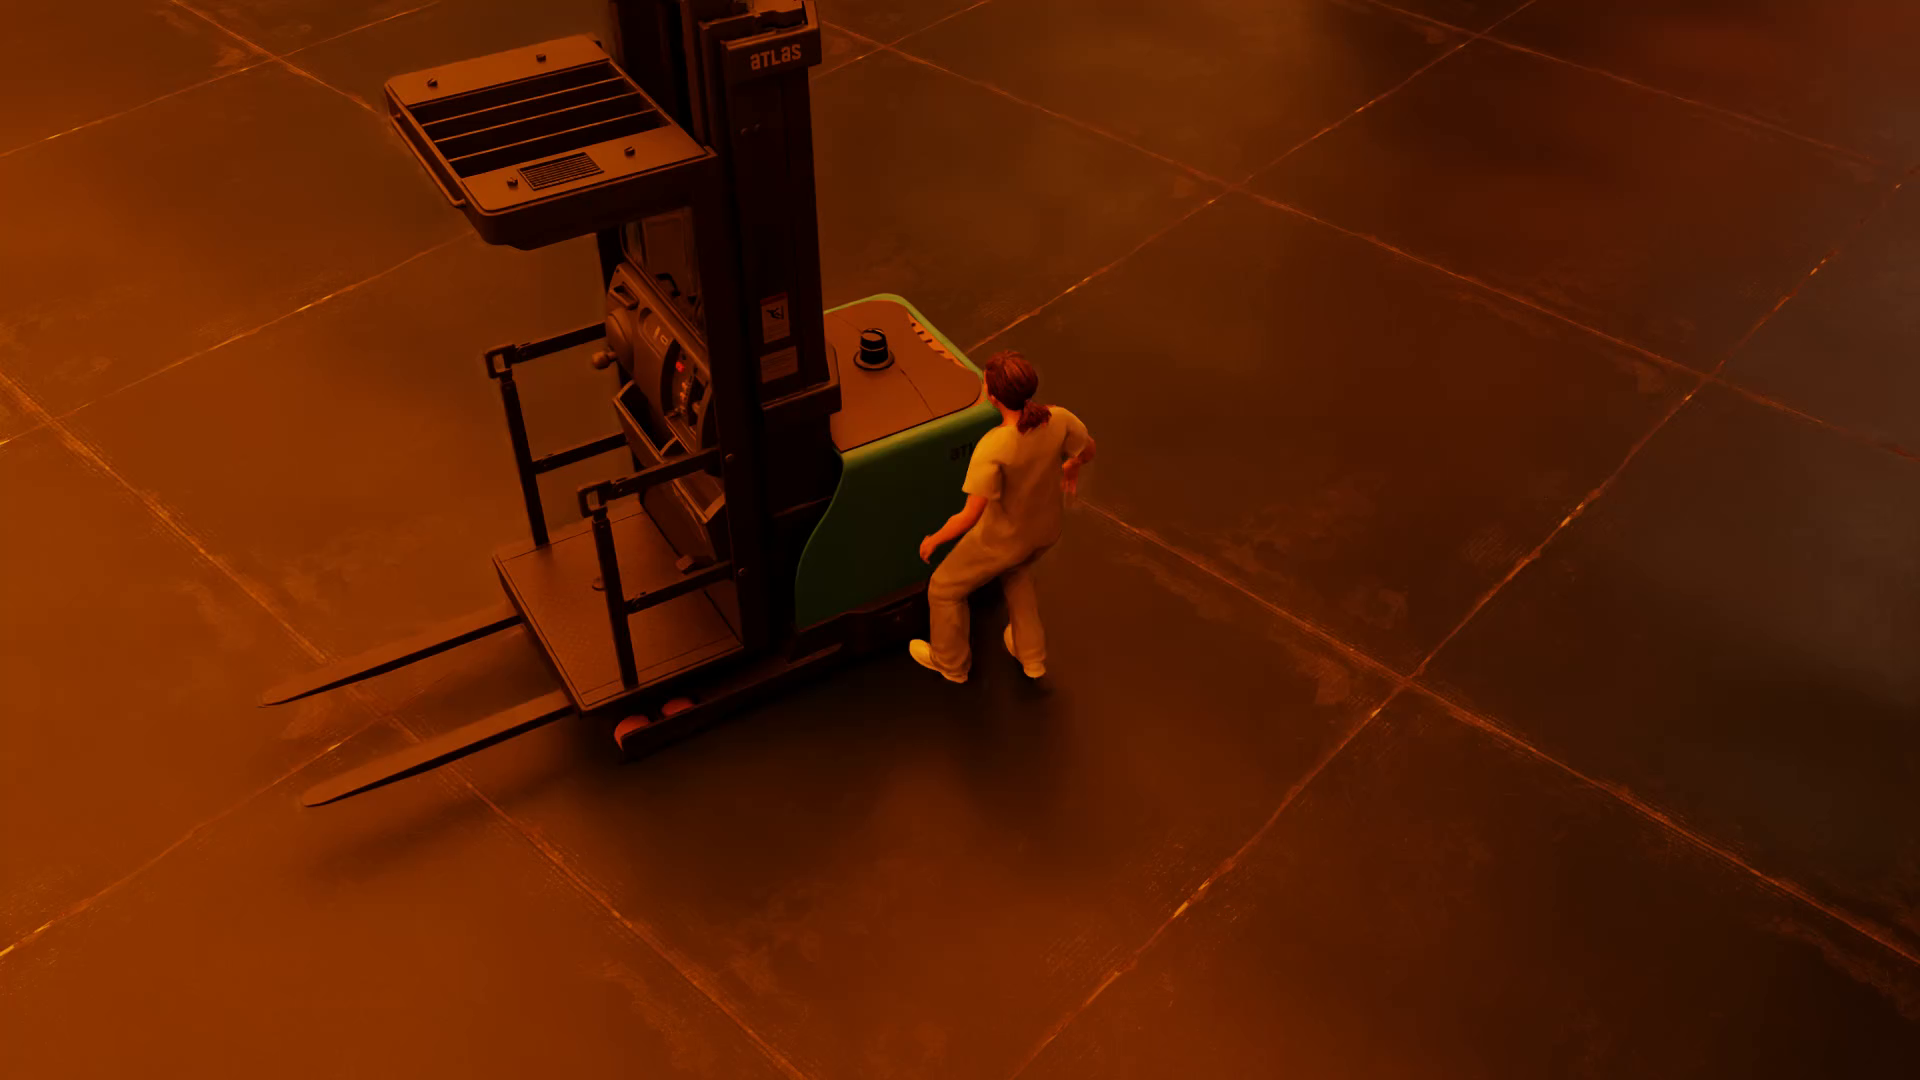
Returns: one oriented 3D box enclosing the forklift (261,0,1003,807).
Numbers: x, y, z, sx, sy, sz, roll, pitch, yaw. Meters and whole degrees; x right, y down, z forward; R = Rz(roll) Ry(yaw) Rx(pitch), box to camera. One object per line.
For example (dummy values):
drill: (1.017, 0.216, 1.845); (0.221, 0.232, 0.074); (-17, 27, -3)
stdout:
forklift: (-1.311, -0.644, 6.179); (3.031, 2.935, 1.130); (-21, 45, -23)

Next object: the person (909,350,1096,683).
person: (0.138, -0.097, 6.571); (0.787, 1.620, 0.519); (-25, 47, -27)
